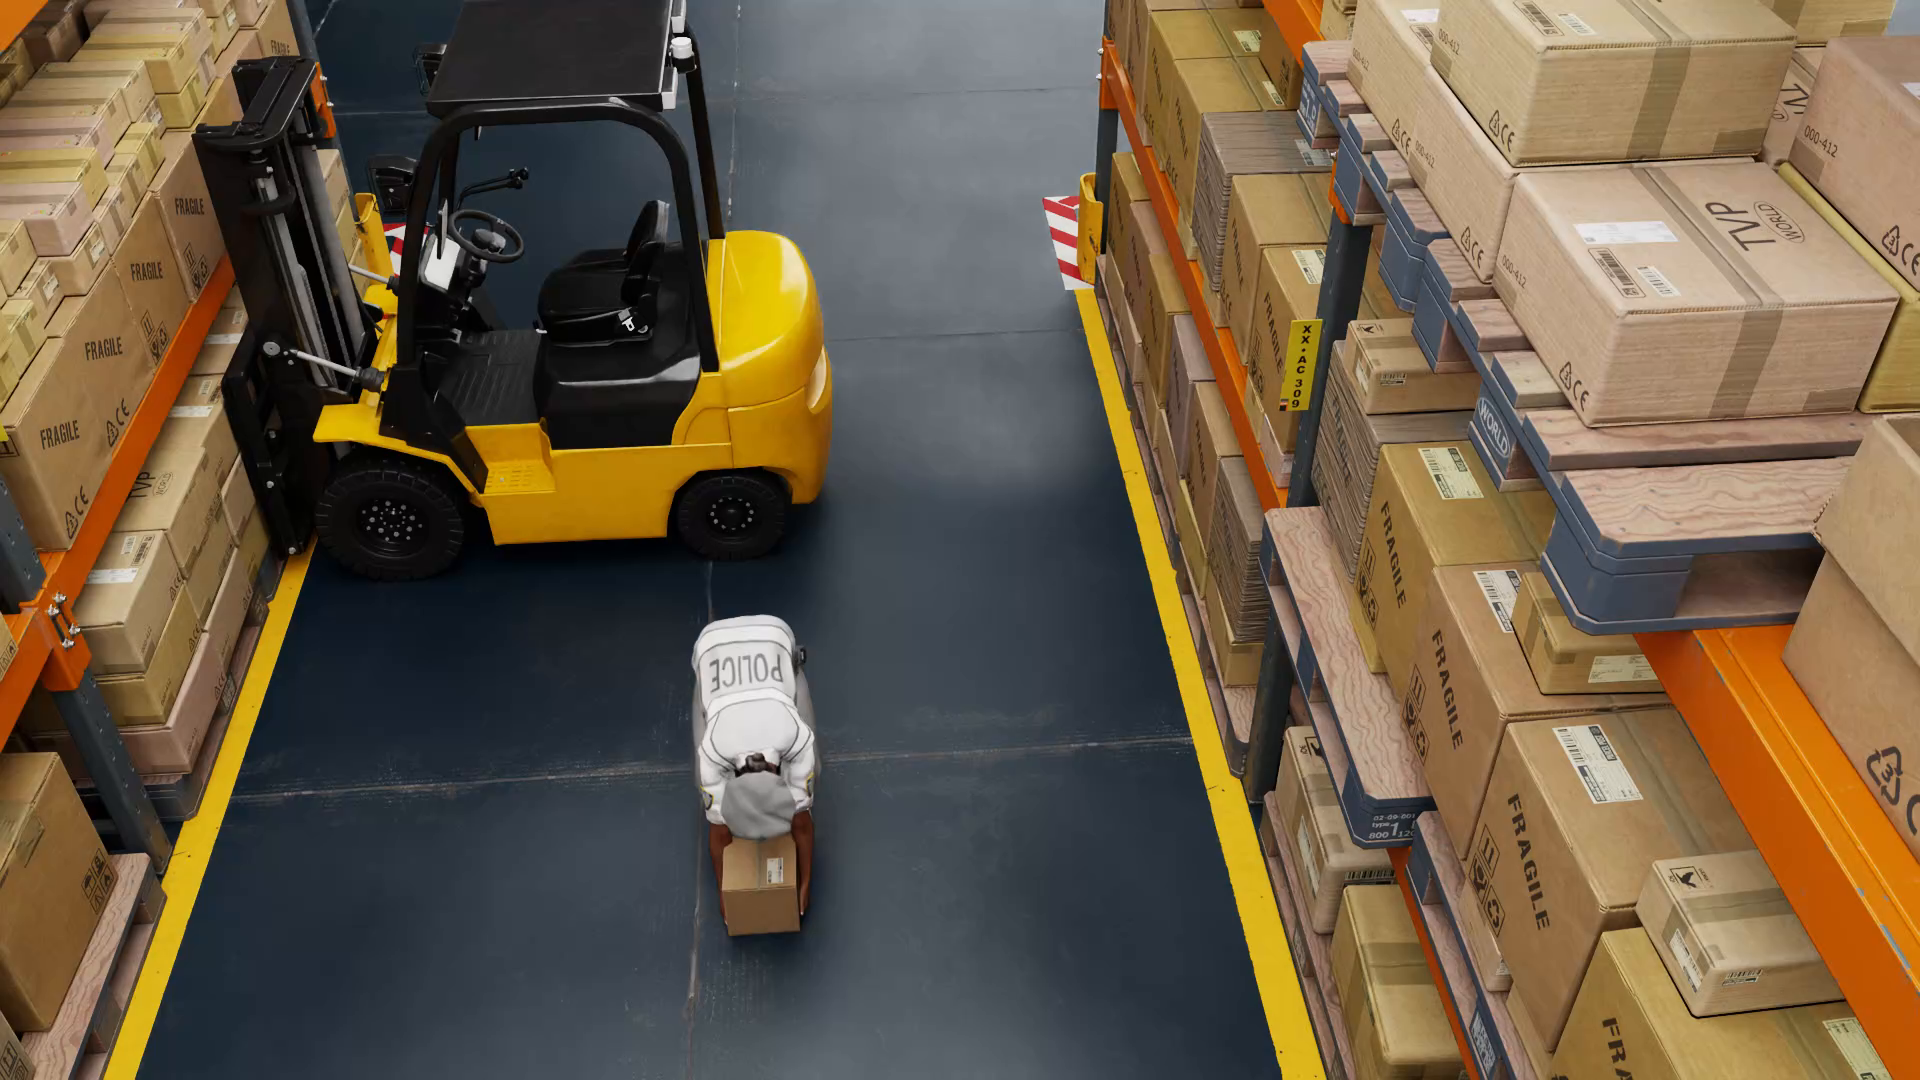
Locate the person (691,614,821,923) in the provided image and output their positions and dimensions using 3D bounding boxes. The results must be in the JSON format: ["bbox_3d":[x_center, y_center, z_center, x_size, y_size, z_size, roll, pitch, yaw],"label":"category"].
[{"bbox_3d":[-0.722,0.789,5.887,0.456,0.822,0.919,-5,40,-5],"label":"person"}]
